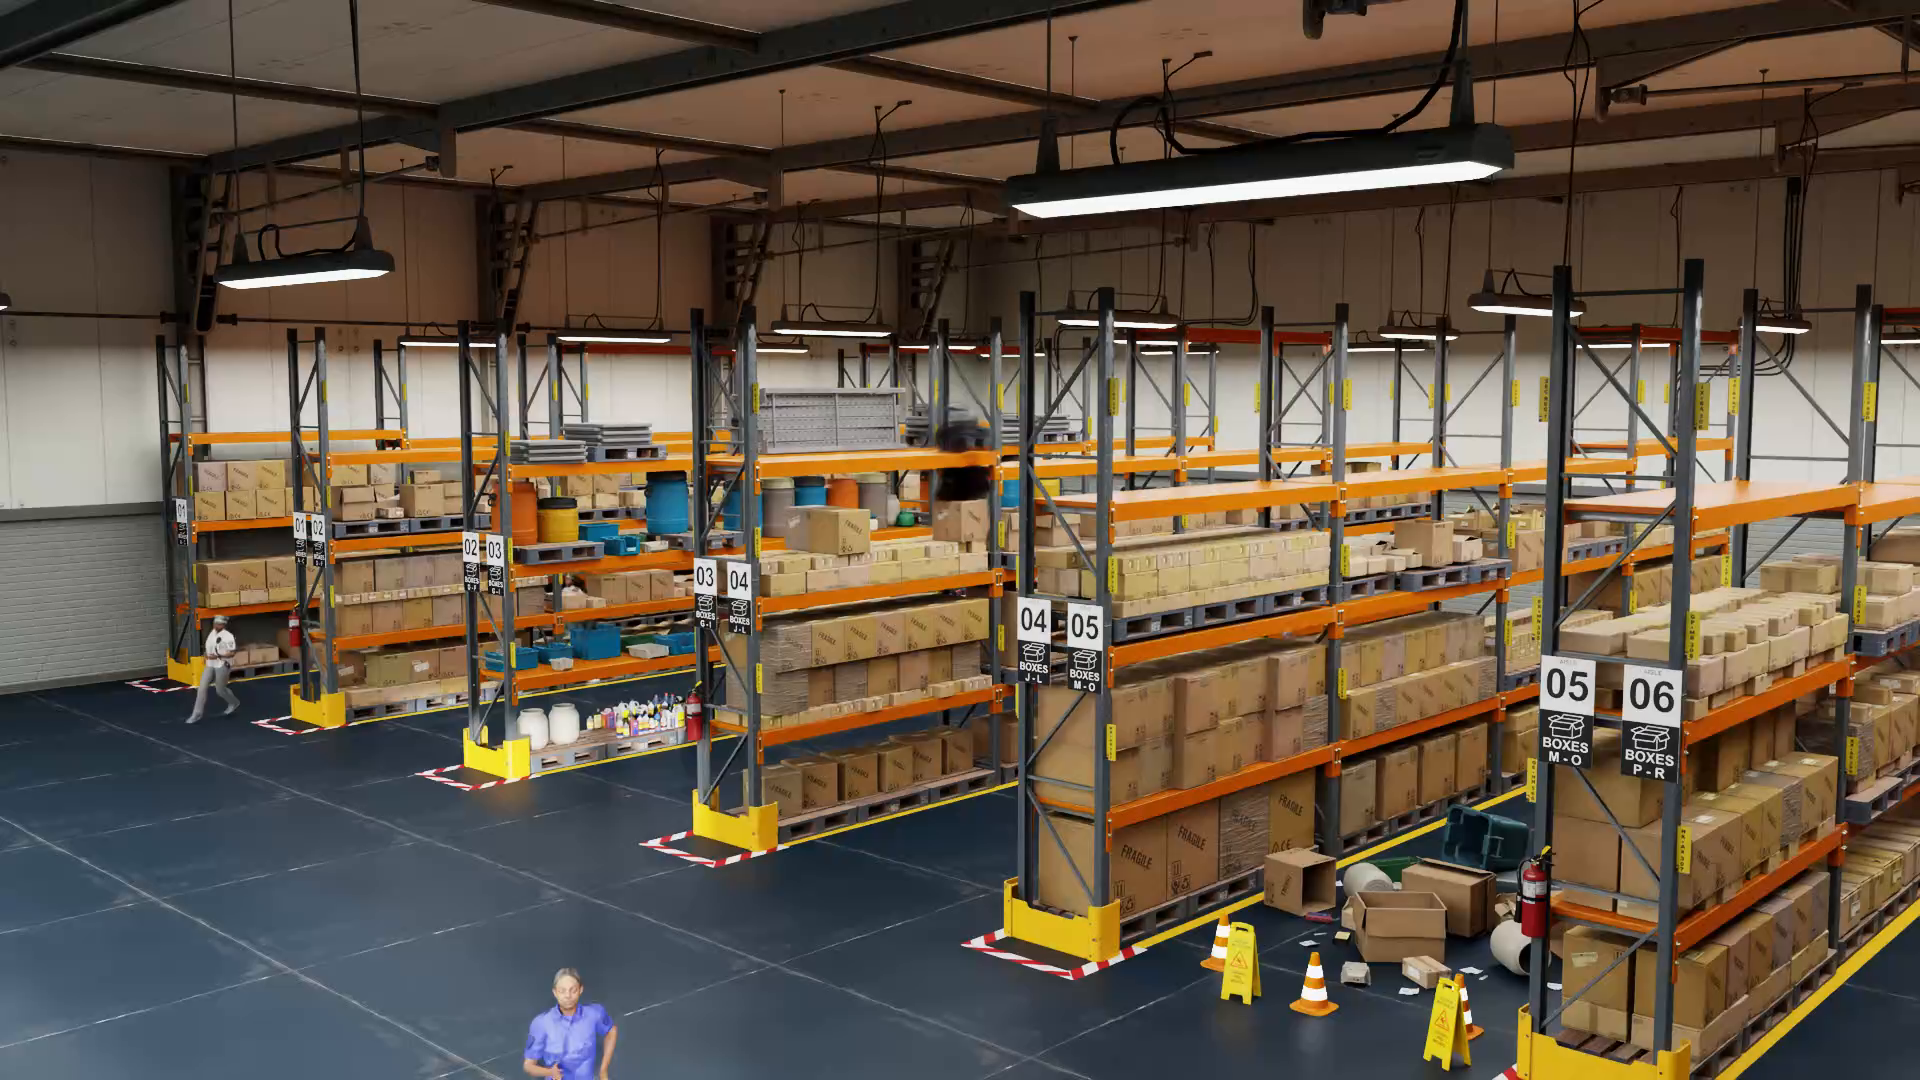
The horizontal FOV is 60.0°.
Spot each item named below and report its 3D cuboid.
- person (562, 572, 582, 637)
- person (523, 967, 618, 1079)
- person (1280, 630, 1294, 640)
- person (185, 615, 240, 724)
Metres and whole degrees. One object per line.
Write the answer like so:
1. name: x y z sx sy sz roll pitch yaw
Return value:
1. person: -7.297 1.412 31.202 0.614 1.647 0.580 4 6 34
2. person: -2.330 3.411 9.983 0.556 1.715 0.714 -1 5 -12
3. person: 4.633 2.096 23.734 0.640 1.699 0.645 4 7 39
4. person: -11.335 1.939 25.450 0.631 1.645 0.897 2 6 19
